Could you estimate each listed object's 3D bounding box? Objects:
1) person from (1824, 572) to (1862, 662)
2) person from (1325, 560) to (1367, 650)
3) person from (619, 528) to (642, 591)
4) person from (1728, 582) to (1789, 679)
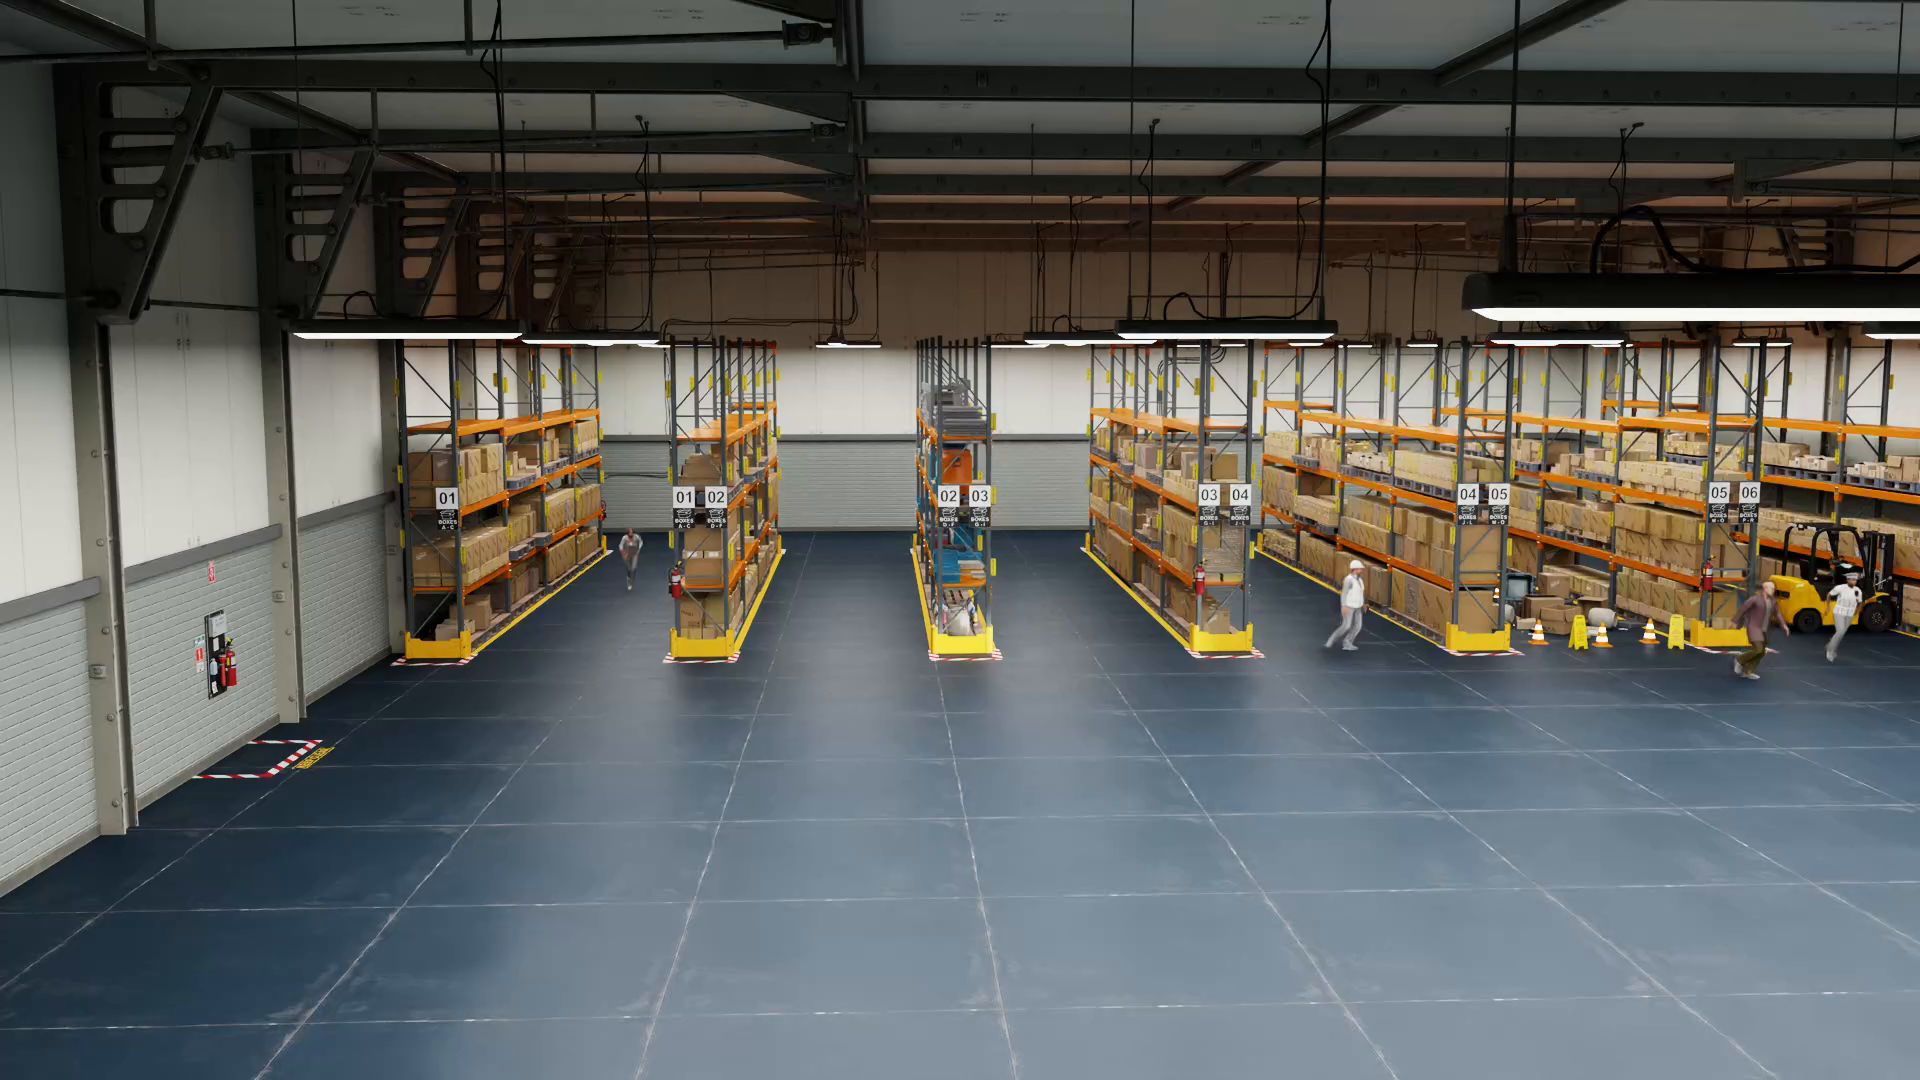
[{"bbox_3d":[16.316,1.396,30.789,0.653,1.643,0.782,0,6,1],"label":"person"},{"bbox_3d":[7.405,1.246,31.834,0.774,1.738,0.581,-6,9,-43],"label":"person"},{"bbox_3d":[-7.945,0.435,40.091,0.550,1.550,0.869,-2,7,-17],"label":"person"},{"bbox_3d":[13.944,1.576,28.962,0.699,1.732,0.833,-3,7,-22],"label":"person"}]
